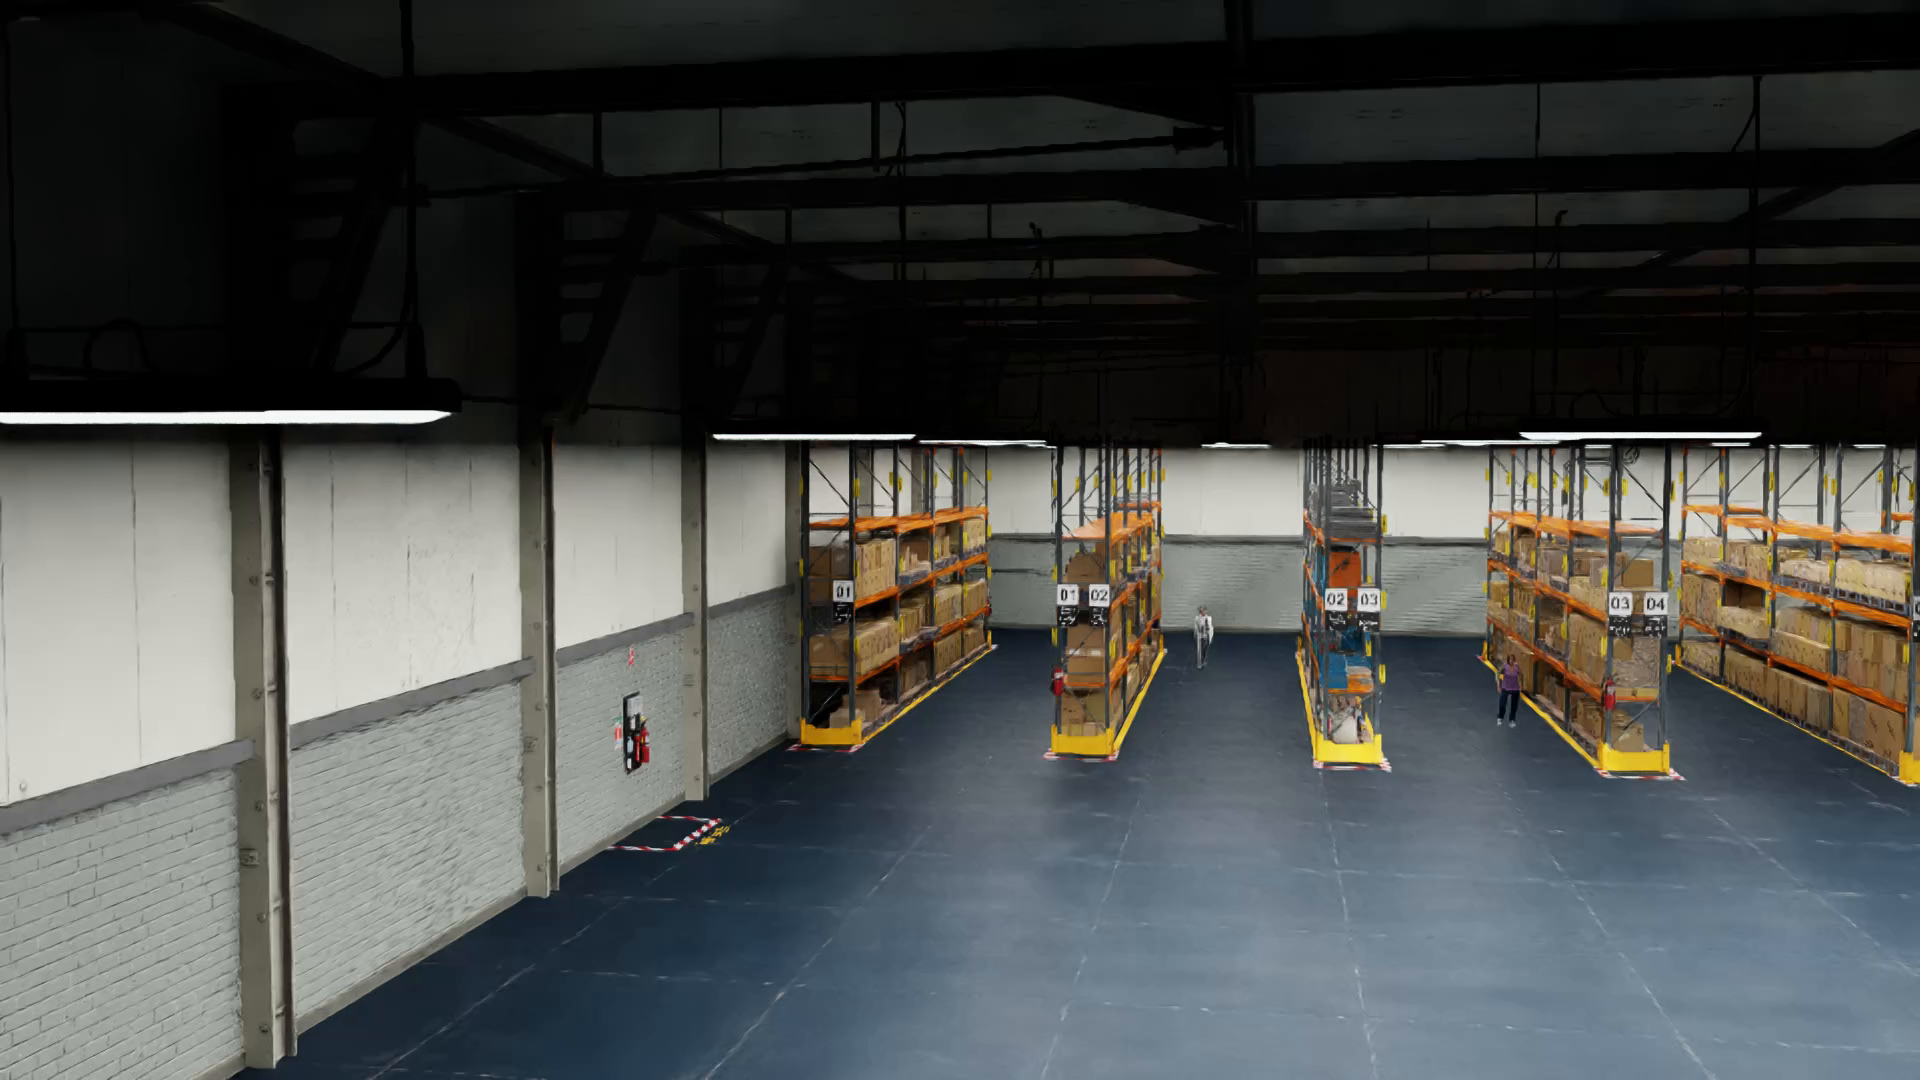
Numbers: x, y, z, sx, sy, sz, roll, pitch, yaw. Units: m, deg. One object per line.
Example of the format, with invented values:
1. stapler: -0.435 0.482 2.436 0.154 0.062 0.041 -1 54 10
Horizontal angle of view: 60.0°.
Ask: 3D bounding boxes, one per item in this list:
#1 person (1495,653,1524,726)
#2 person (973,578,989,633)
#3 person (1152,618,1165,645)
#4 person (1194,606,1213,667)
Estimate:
1. person: 11.380 3.094 34.463 0.566 1.541 0.519 0 3 8
2. person: 0.622 2.041 52.021 0.609 1.754 0.578 -2 3 -26
3. person: 5.590 2.273 48.495 0.526 1.643 0.720 3 4 43
4. person: 6.432 2.529 43.896 0.500 1.625 0.989 0 3 9
